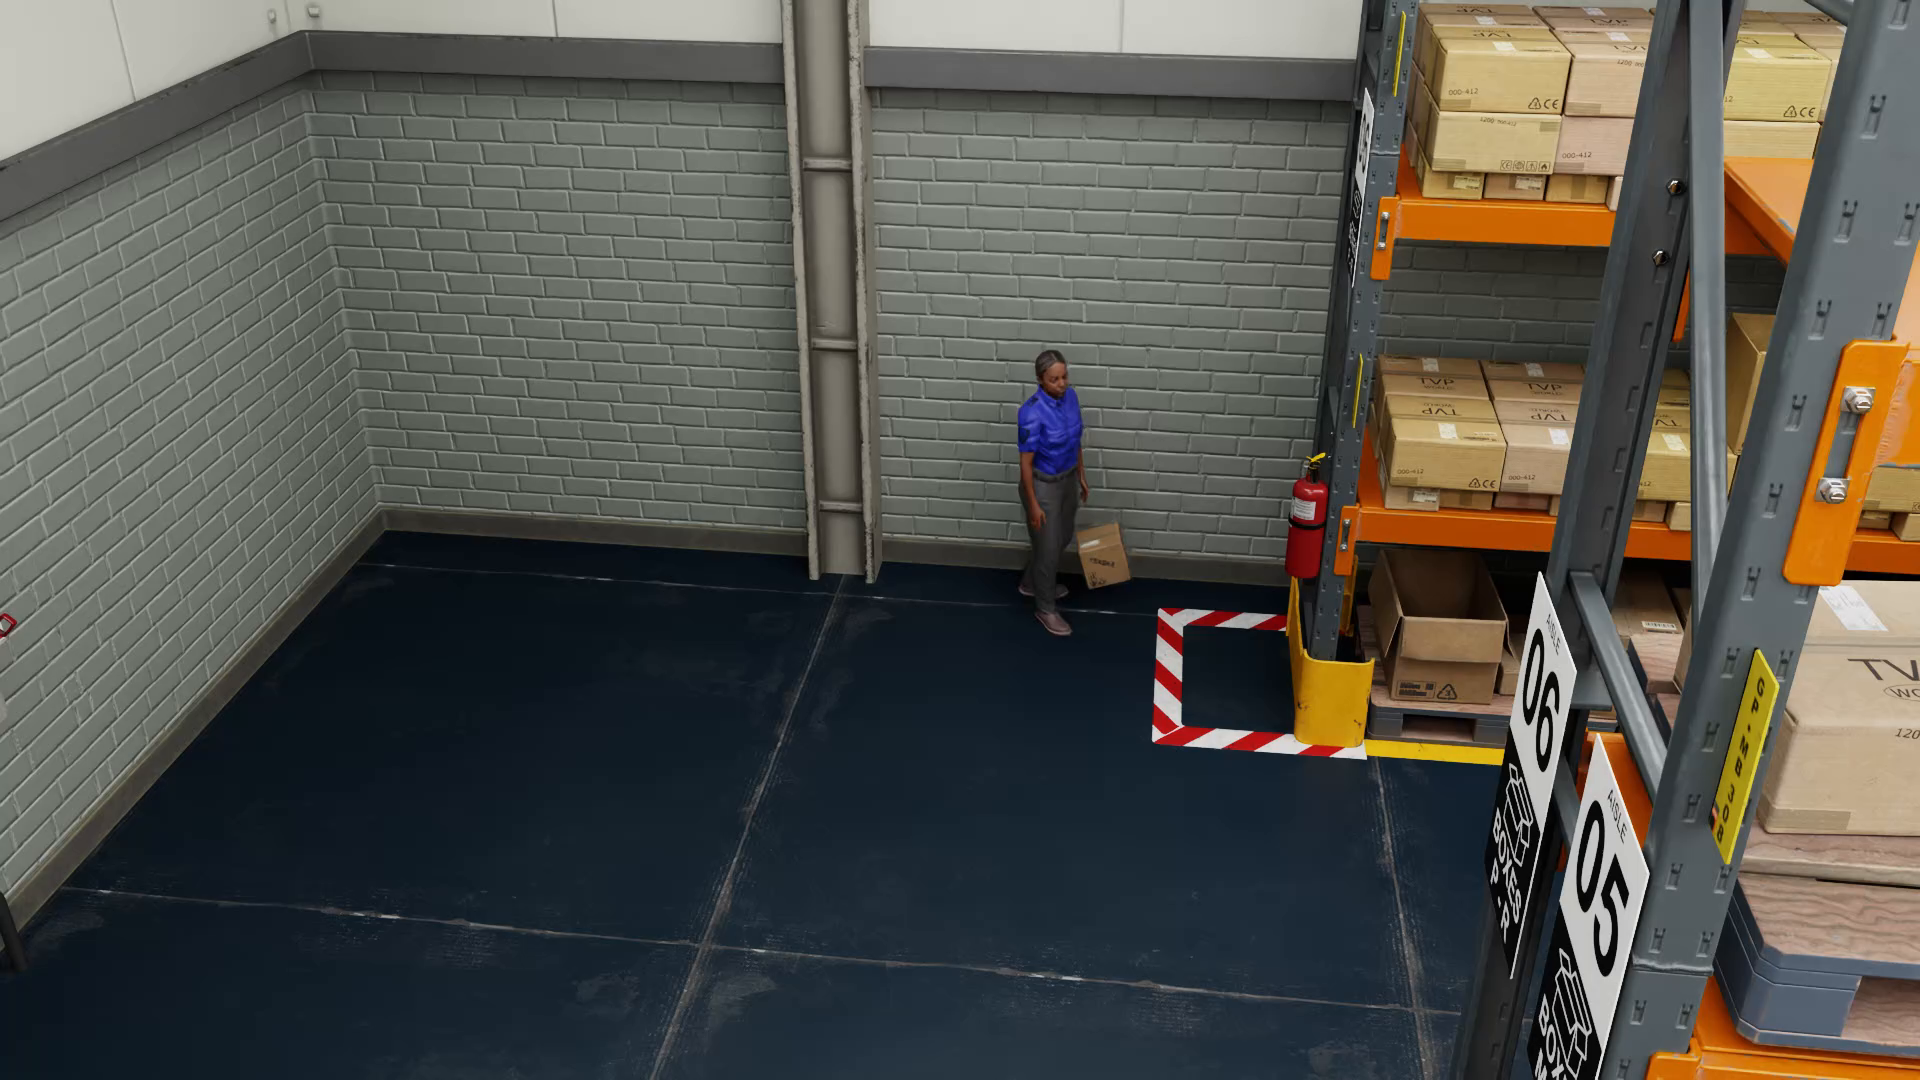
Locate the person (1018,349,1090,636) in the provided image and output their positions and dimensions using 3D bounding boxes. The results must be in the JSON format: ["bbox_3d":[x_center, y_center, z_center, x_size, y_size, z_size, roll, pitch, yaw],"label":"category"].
[{"bbox_3d":[0.488,-0.287,9.168,0.494,1.645,0.543,21,35,34],"label":"person"}]
